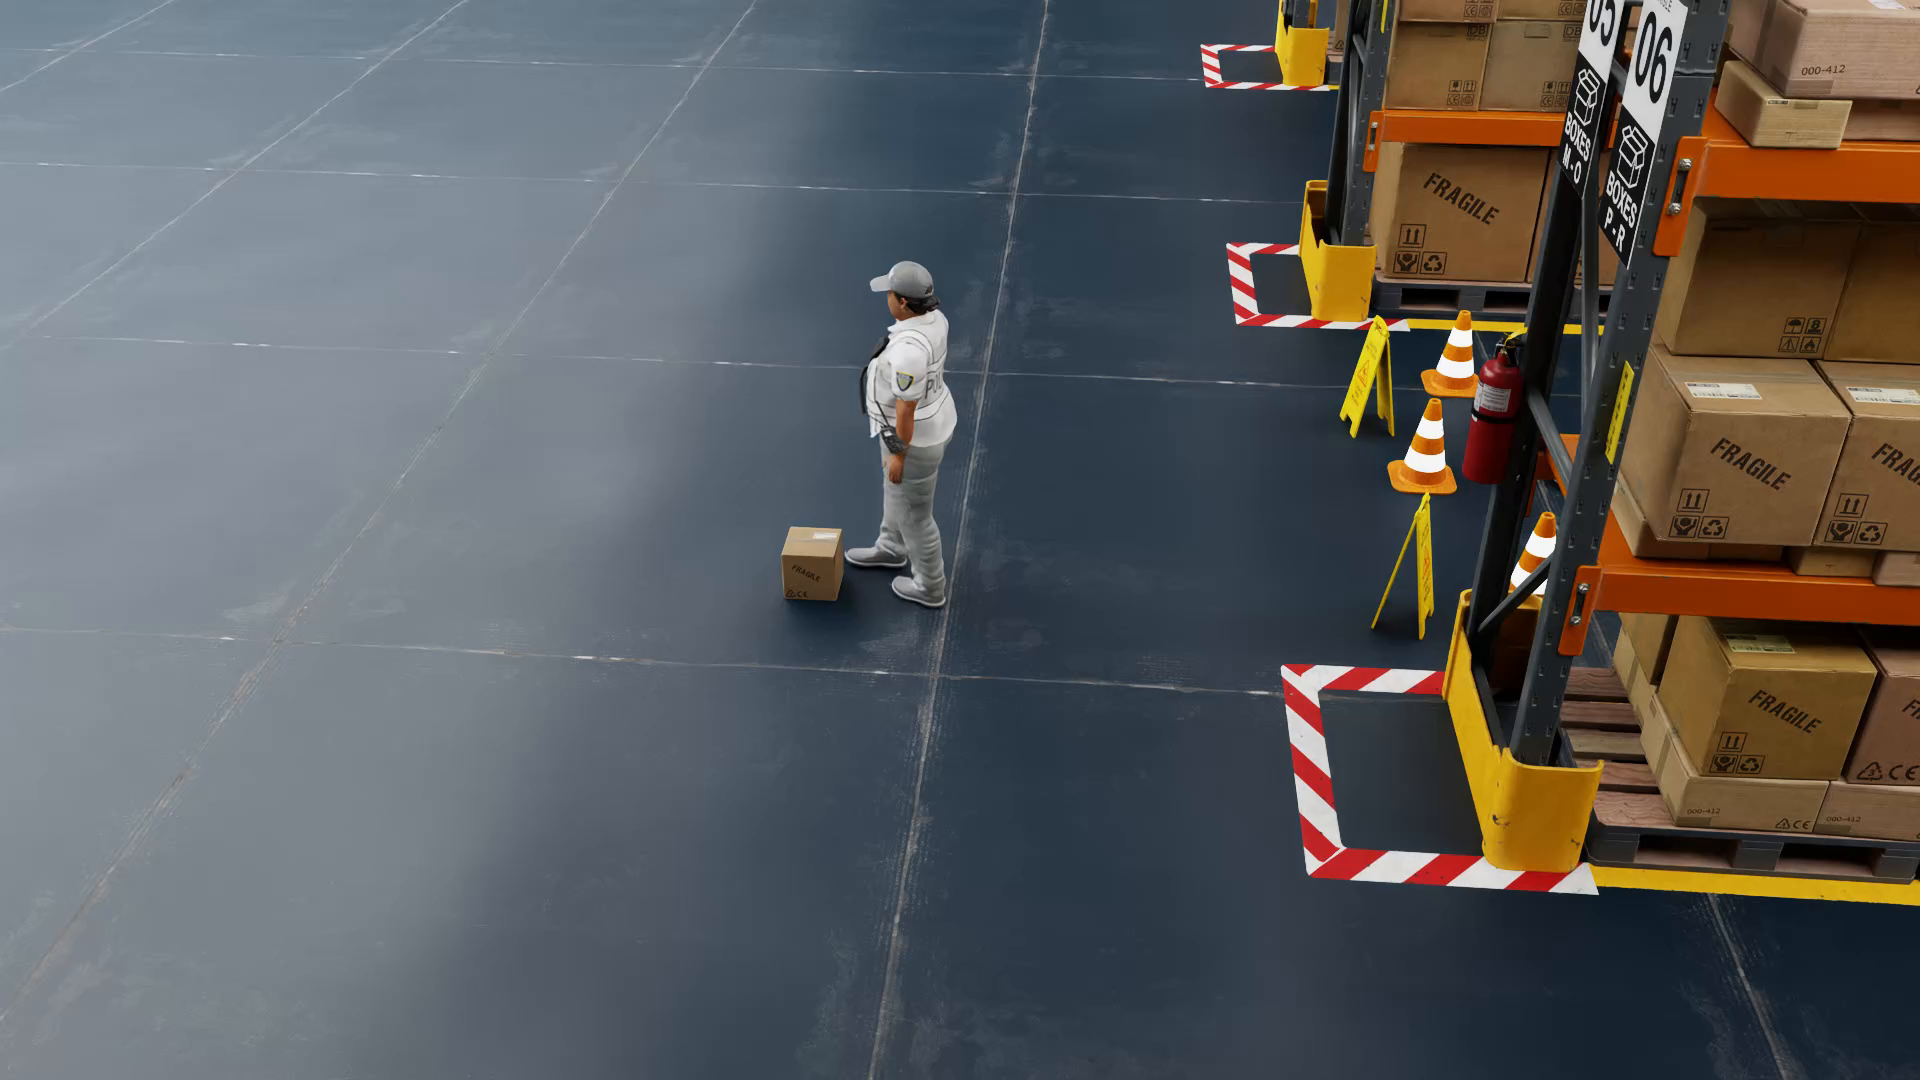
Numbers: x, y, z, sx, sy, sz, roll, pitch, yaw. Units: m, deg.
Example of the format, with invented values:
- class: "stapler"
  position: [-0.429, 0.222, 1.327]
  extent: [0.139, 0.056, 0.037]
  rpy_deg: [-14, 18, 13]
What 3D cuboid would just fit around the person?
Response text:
- class: "person"
  position: [-0.312, -0.483, 7.500]
  extent: [0.581, 1.656, 0.478]
  rpy_deg: [8, 33, 12]
